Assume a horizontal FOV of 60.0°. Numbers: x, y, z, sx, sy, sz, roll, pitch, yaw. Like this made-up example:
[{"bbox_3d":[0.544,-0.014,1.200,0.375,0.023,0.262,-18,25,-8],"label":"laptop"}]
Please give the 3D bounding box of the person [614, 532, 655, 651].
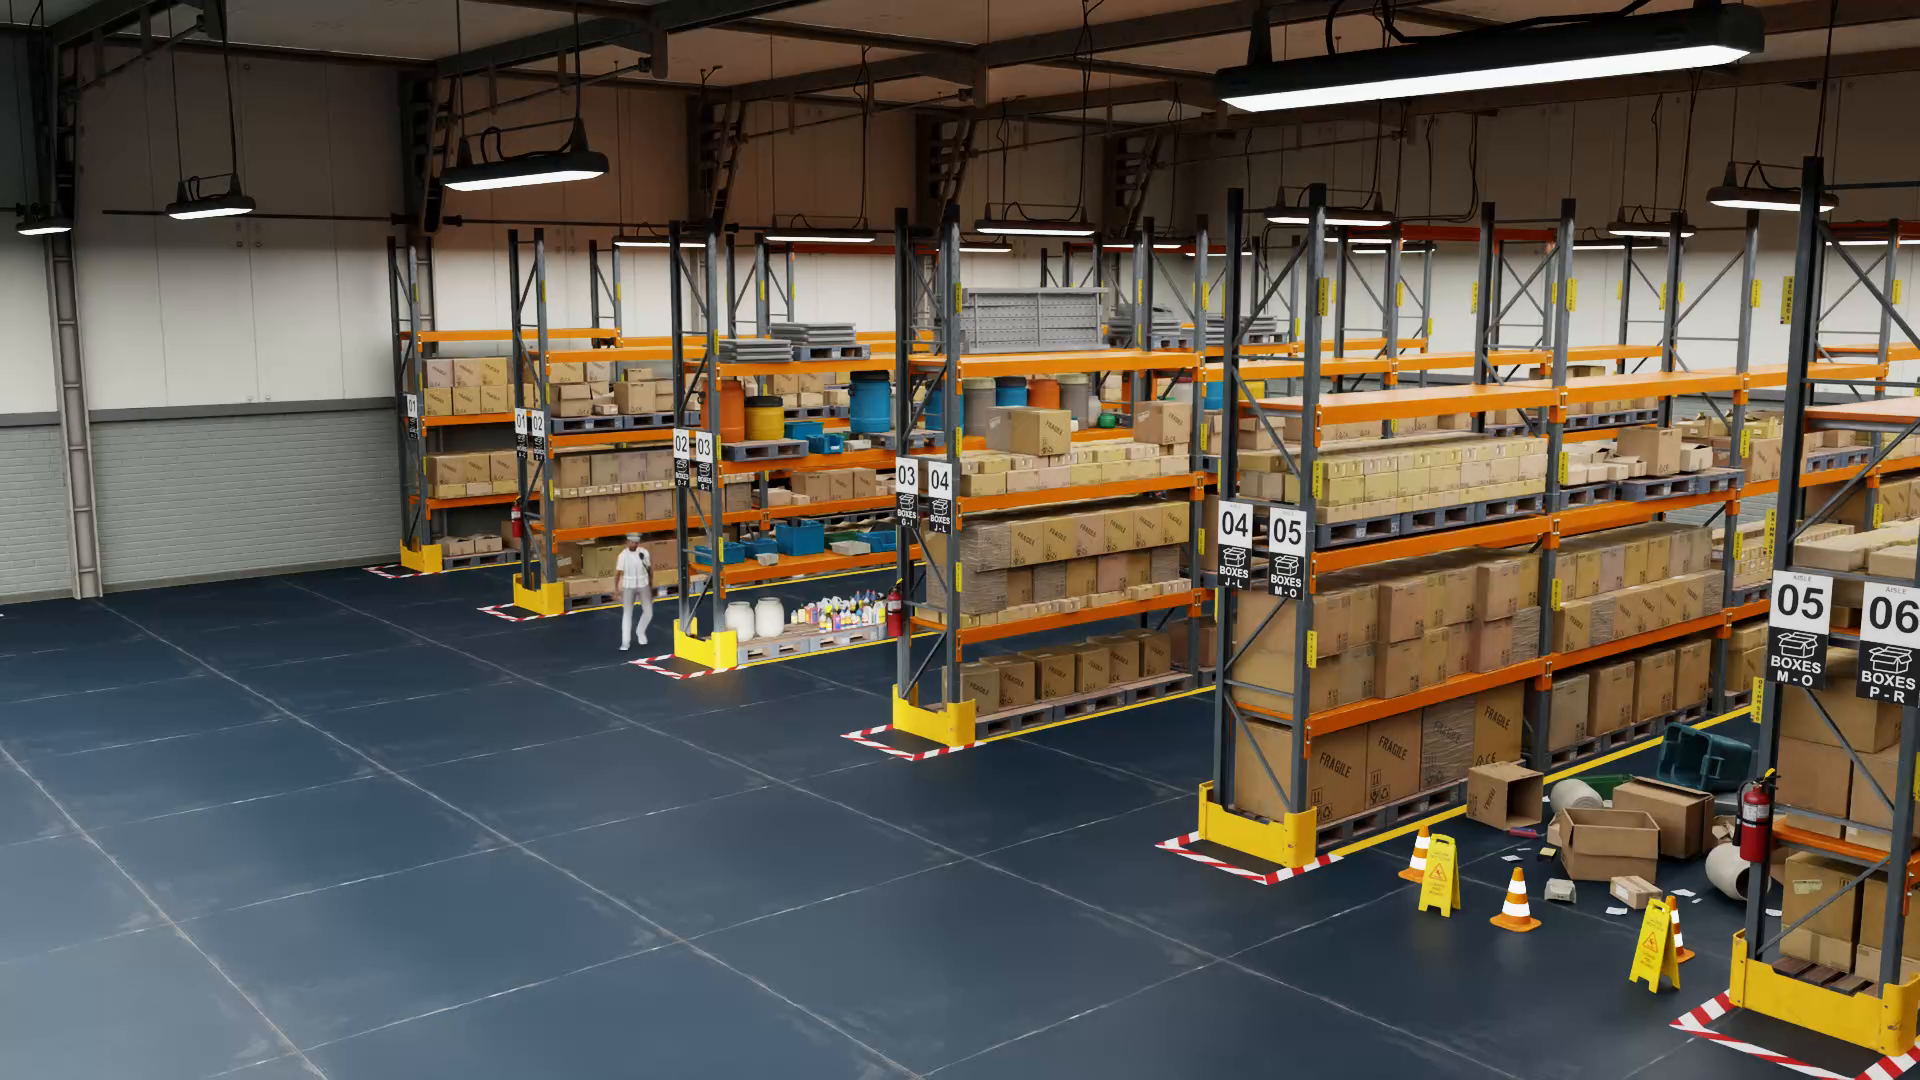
[{"bbox_3d":[-4.646,0.707,23.715,0.583,1.675,0.485,-2,9,-15],"label":"person"}]
